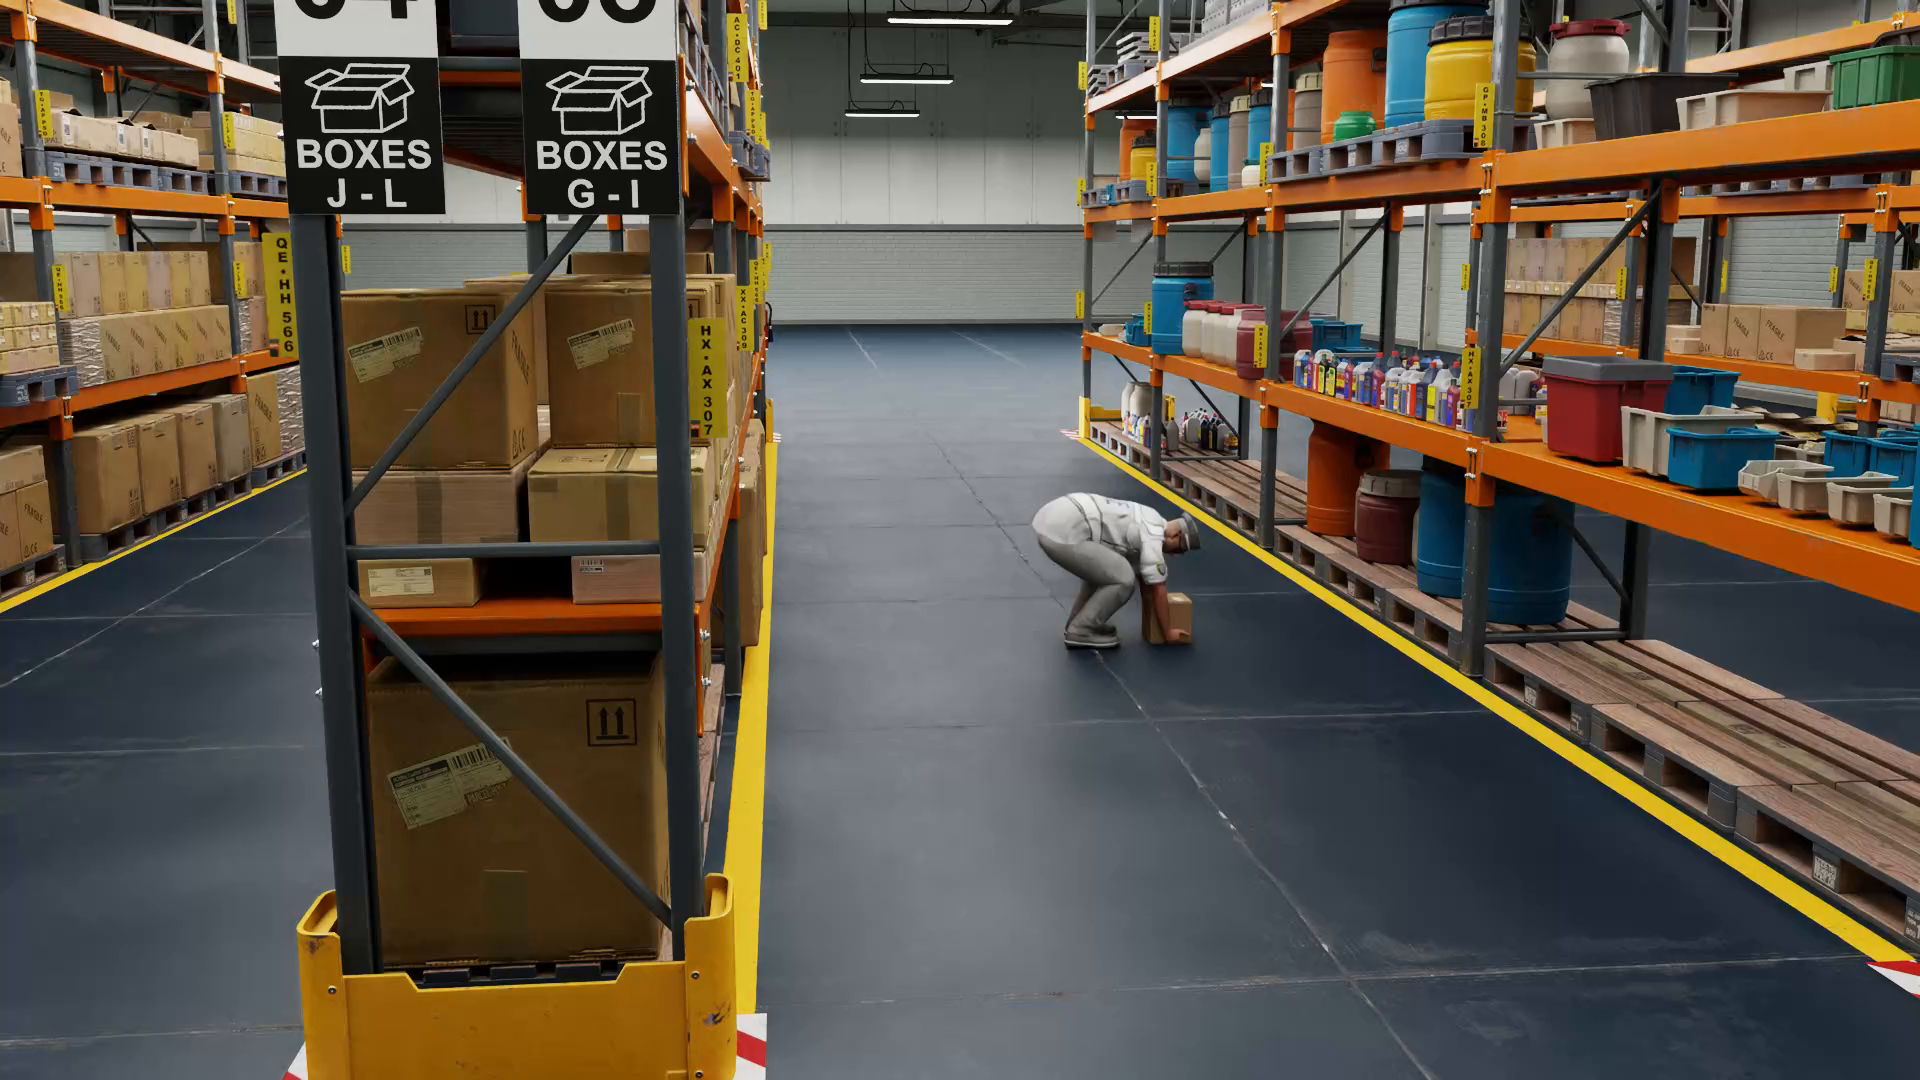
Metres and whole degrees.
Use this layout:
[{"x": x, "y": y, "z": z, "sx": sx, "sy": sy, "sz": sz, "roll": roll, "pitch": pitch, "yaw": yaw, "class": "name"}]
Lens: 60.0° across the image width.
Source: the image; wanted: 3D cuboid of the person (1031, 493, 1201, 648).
[{"x": 0.943, "y": 0.170, "z": 9.923, "sx": 1.027, "sy": 0.913, "sz": 0.529, "roll": -1, "pitch": 10, "yaw": -8, "class": "person"}]
